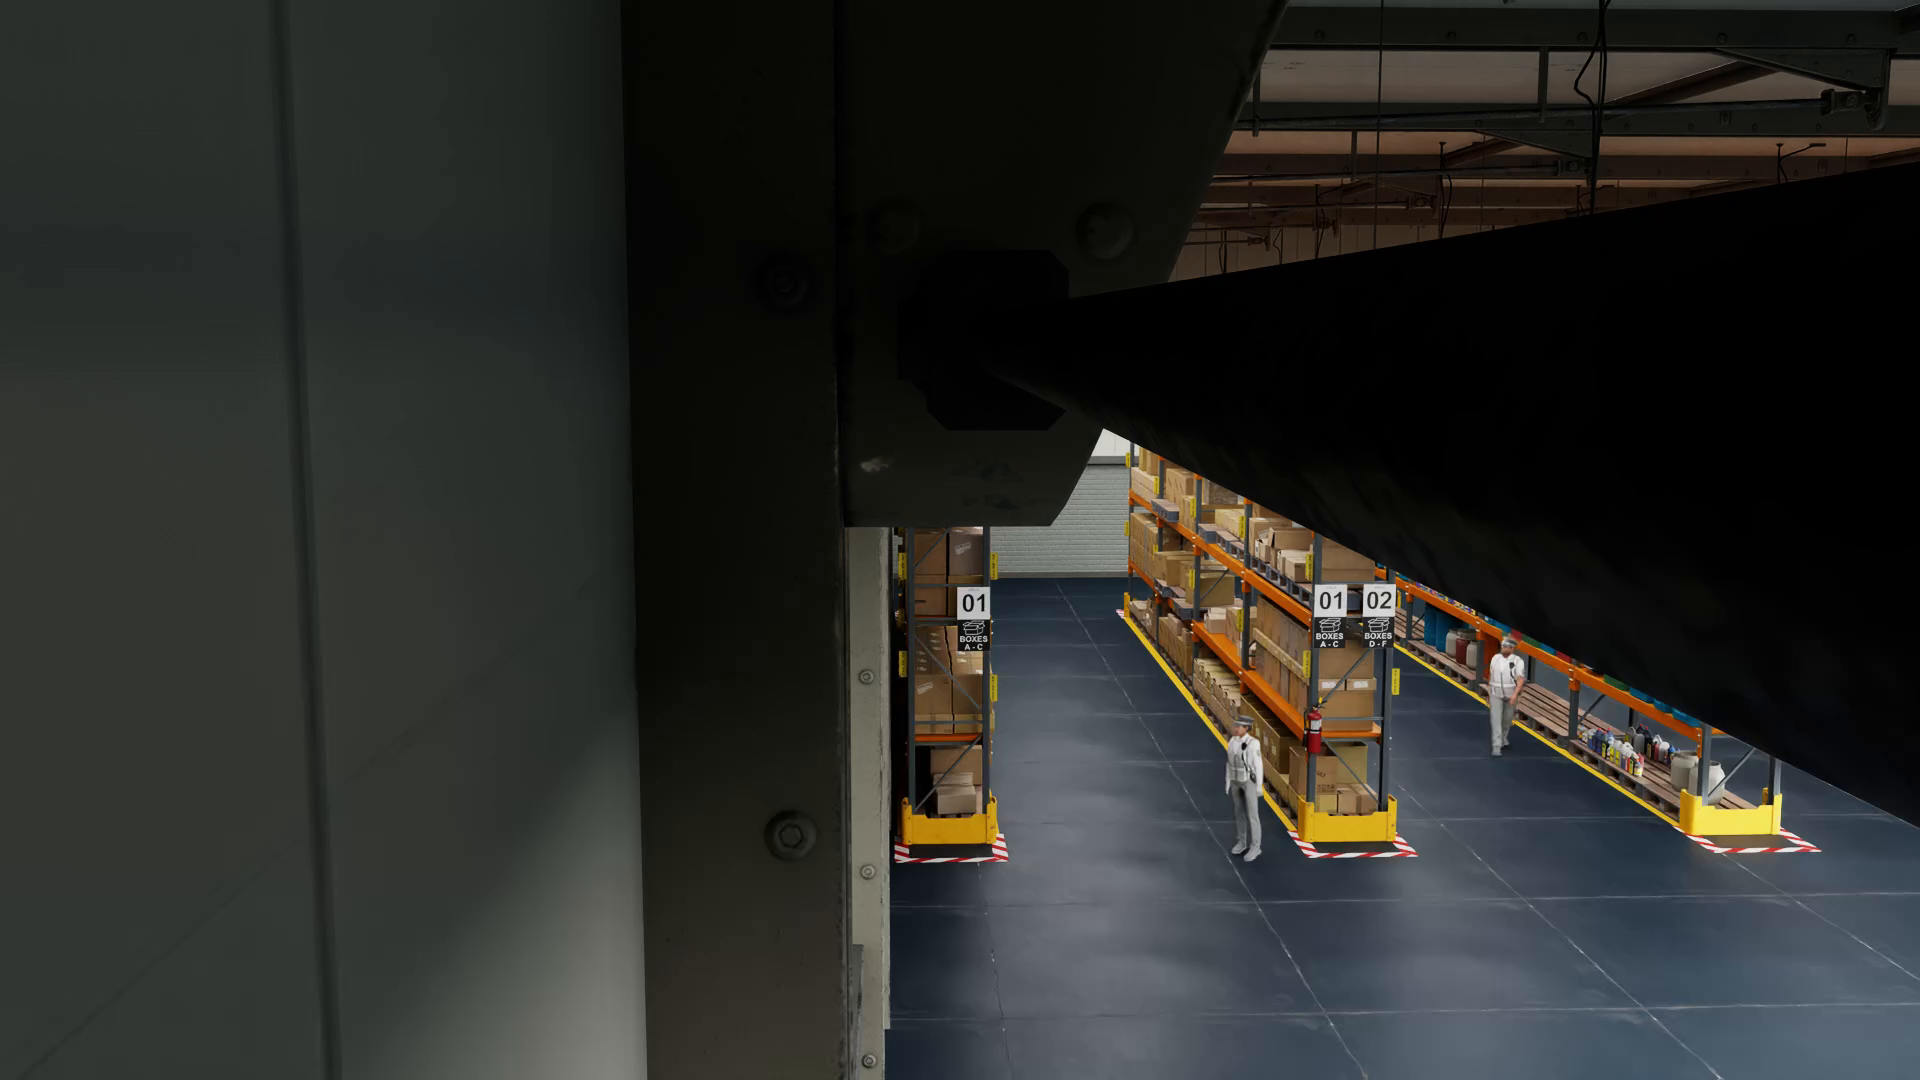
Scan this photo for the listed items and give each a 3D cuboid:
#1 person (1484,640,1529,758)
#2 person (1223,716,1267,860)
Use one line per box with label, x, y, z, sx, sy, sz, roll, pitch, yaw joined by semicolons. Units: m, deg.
person;8.094;2.334;24.645;0.610;1.722;0.853;2;8;13
person;3.383;2.951;19.956;0.562;1.685;0.488;6;10;40
